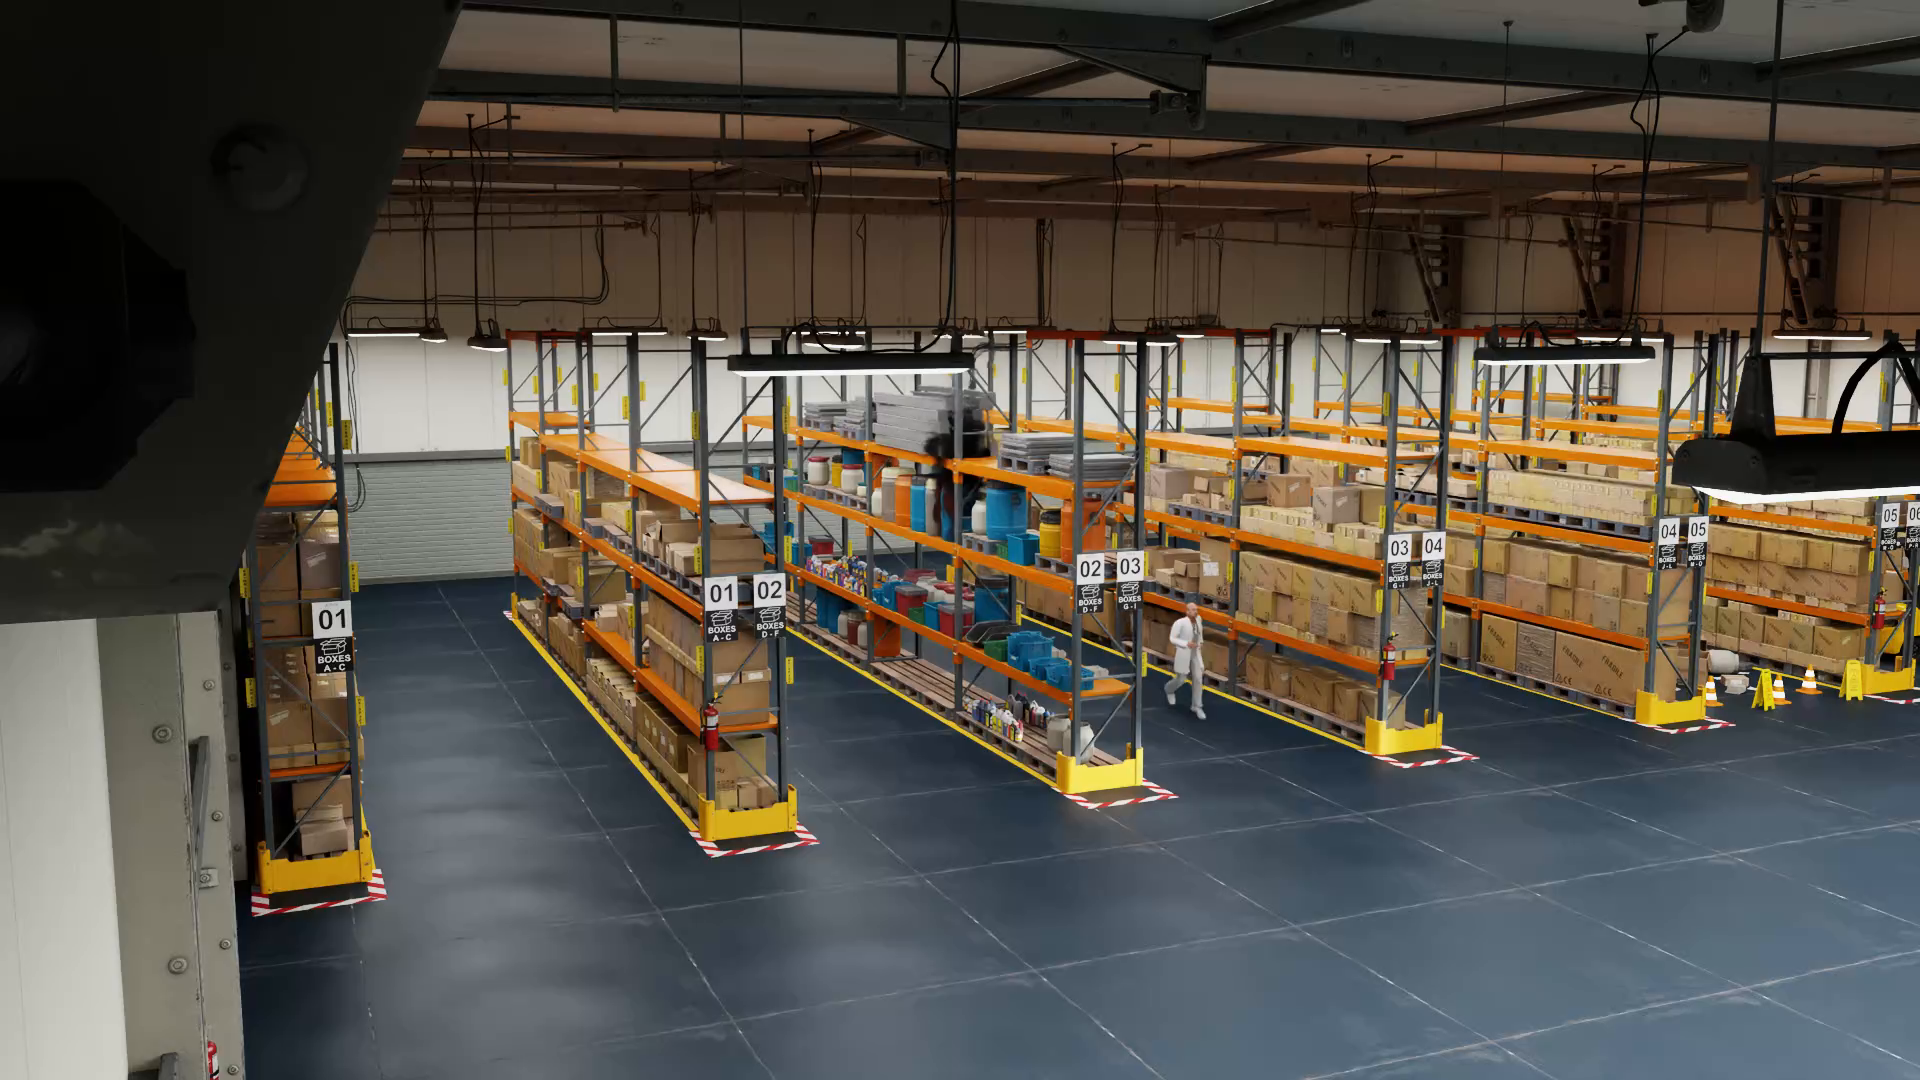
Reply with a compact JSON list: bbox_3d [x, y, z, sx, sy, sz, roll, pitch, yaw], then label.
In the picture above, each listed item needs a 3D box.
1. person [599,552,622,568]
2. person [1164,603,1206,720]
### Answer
[{"bbox_3d":[-7.536,0.637,35.710,0.697,1.731,0.703,3,9,24],"label":"person"},{"bbox_3d":[3.603,1.865,26.419,0.737,1.791,1.110,-4,9,-28],"label":"person"}]
